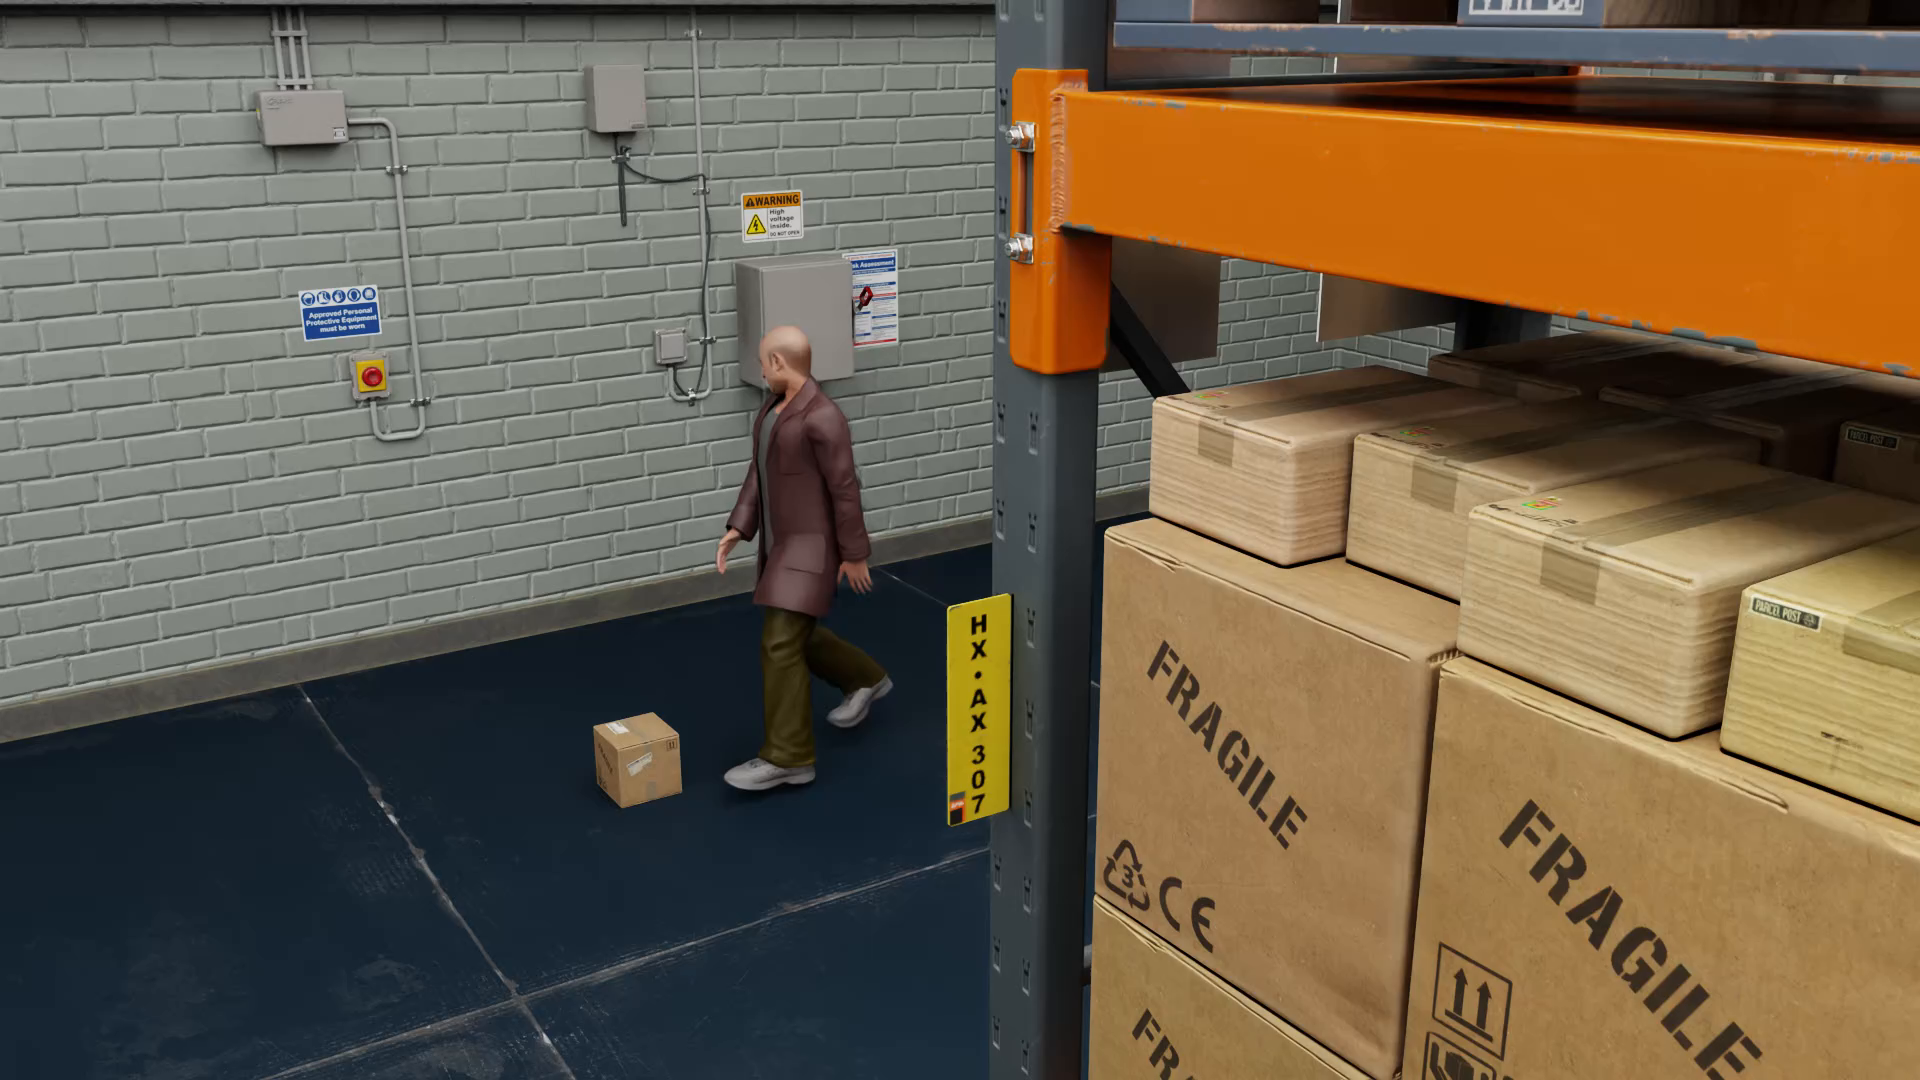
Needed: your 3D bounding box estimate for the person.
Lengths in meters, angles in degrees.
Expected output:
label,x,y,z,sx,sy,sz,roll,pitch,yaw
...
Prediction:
label,x,y,z,sx,sy,sz,roll,pitch,yaw
person,-0.610,0.029,6.484,0.893,1.725,0.596,-9,20,-26
